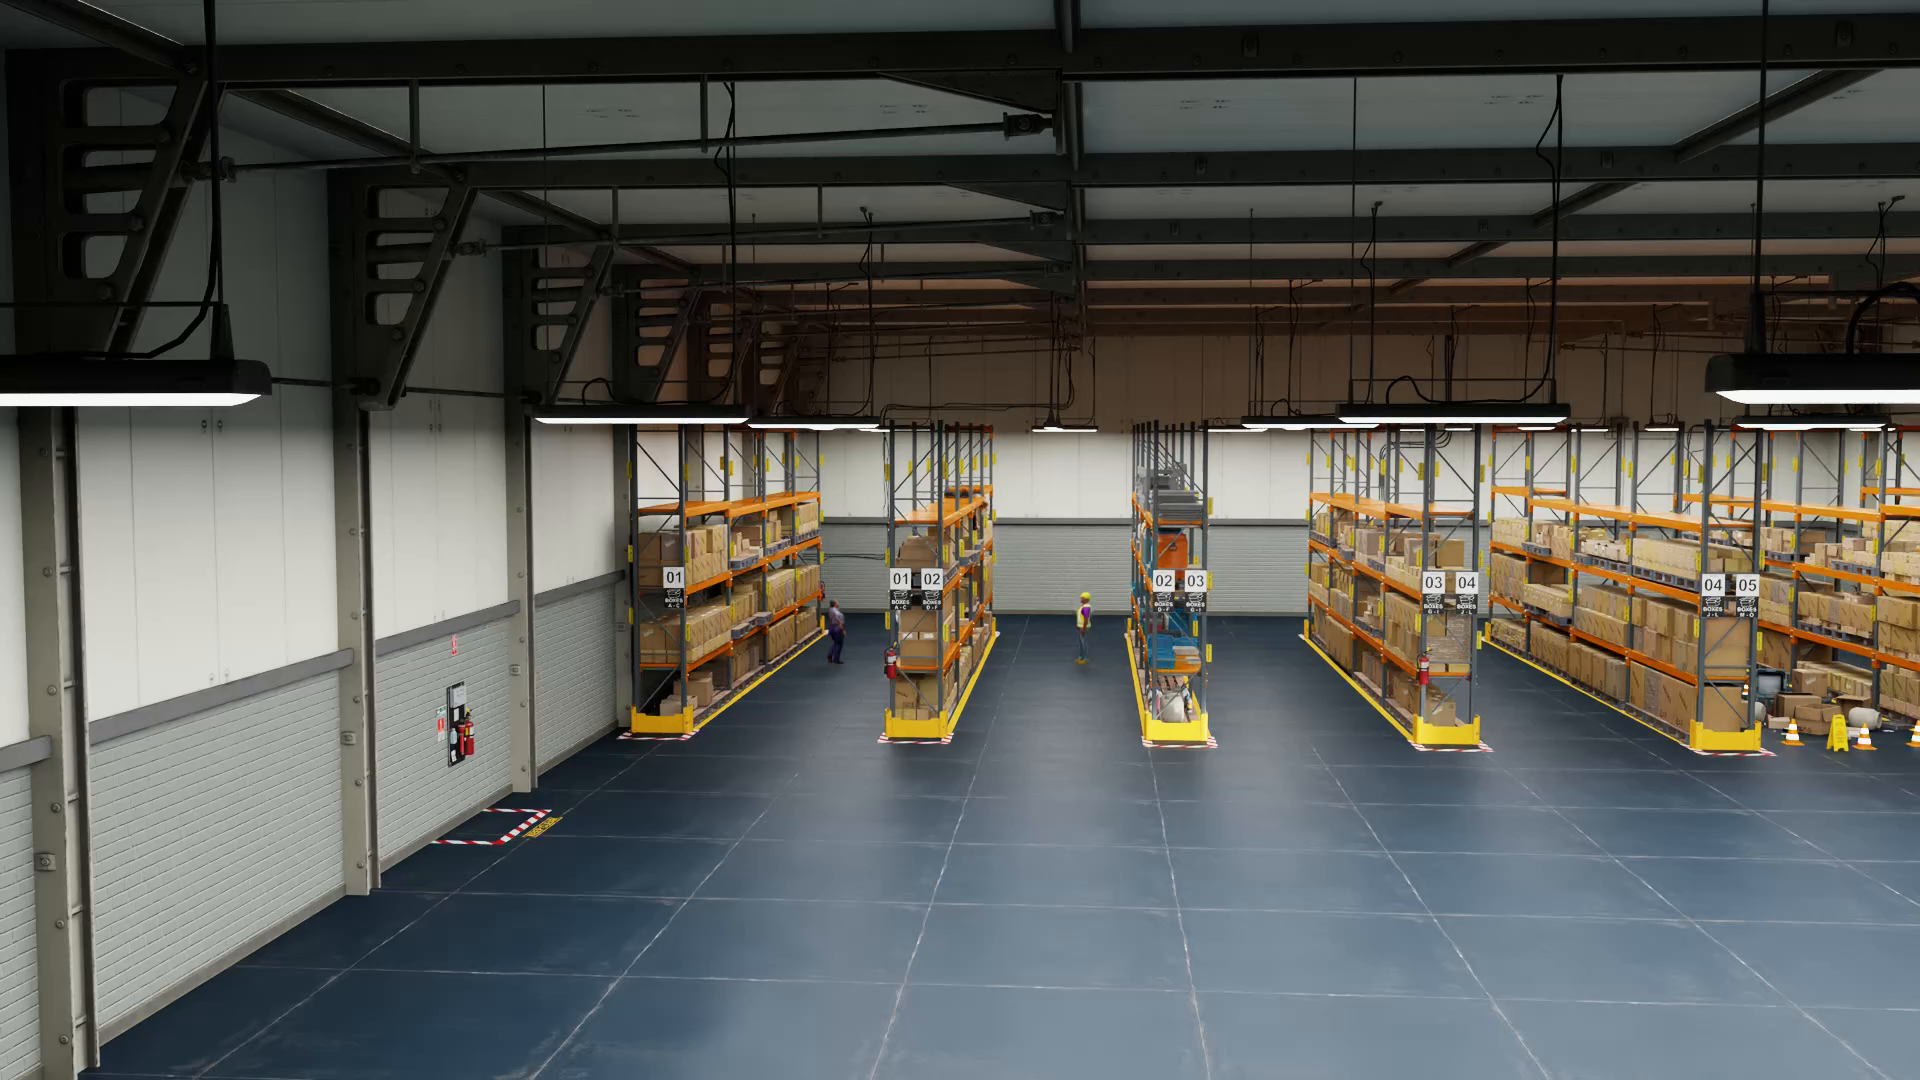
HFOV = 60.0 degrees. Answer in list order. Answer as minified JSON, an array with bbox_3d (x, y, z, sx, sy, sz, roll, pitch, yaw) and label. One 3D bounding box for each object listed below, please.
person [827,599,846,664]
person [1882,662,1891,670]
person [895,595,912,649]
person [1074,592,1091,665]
[{"bbox_3d":[-3.052,2.275,41.424,0.441,1.636,0.501,-3,5,-43],"label":"person"},{"bbox_3d":[22.177,2.321,39.715,0.637,1.822,0.580,0,4,-7],"label":"person"},{"bbox_3d":[-1.425,2.005,43.976,0.668,1.696,1.054,0,4,3],"label":"person"},{"bbox_3d":[3.057,2.171,41.120,0.424,1.768,0.622,-1,4,-15],"label":"person"}]
